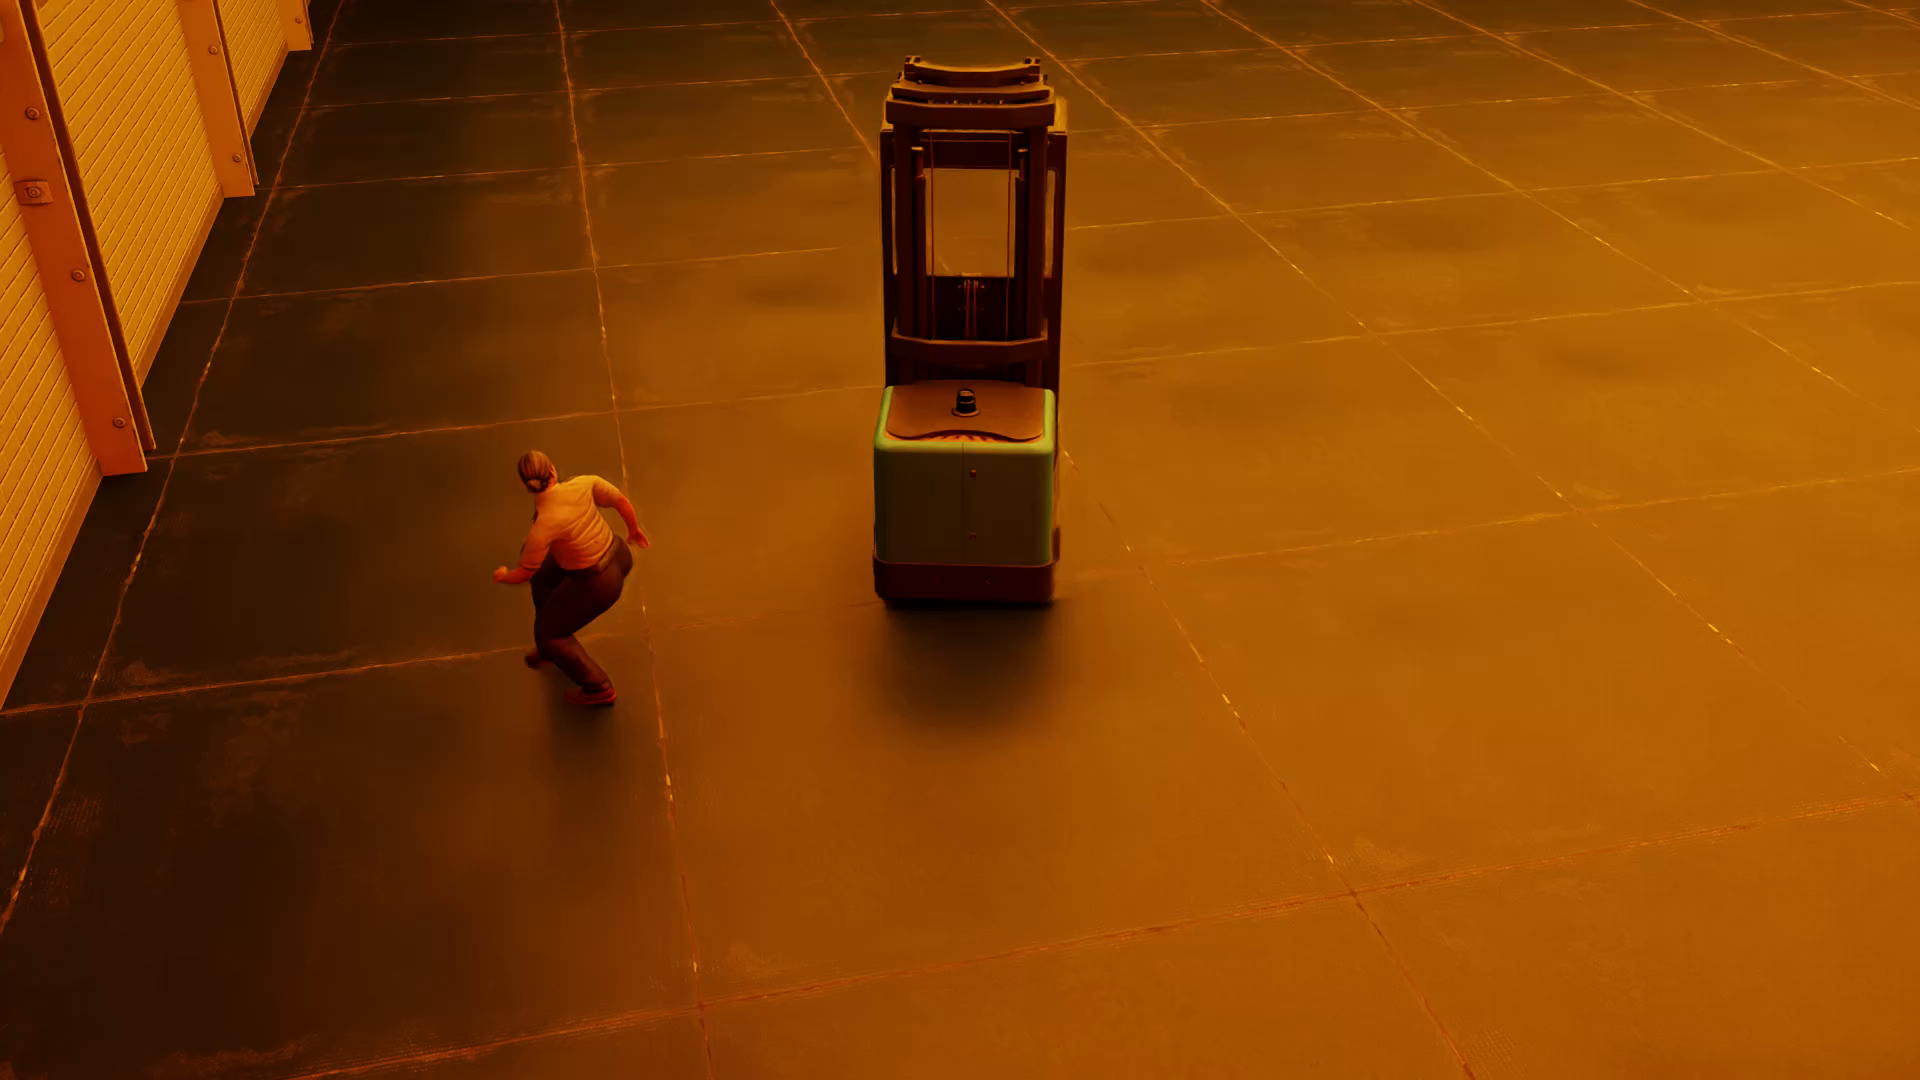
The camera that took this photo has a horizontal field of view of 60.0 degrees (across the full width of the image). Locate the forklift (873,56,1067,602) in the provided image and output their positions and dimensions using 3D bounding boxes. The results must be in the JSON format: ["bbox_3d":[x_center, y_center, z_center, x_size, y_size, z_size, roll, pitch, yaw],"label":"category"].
[{"bbox_3d":[0.091,-1.611,10.357,1.130,2.935,3.031,1,30,2],"label":"forklift"}]

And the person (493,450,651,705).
[{"bbox_3d":[-2.105,0.135,8.846,0.713,1.460,0.705,8,31,13],"label":"person"}]
